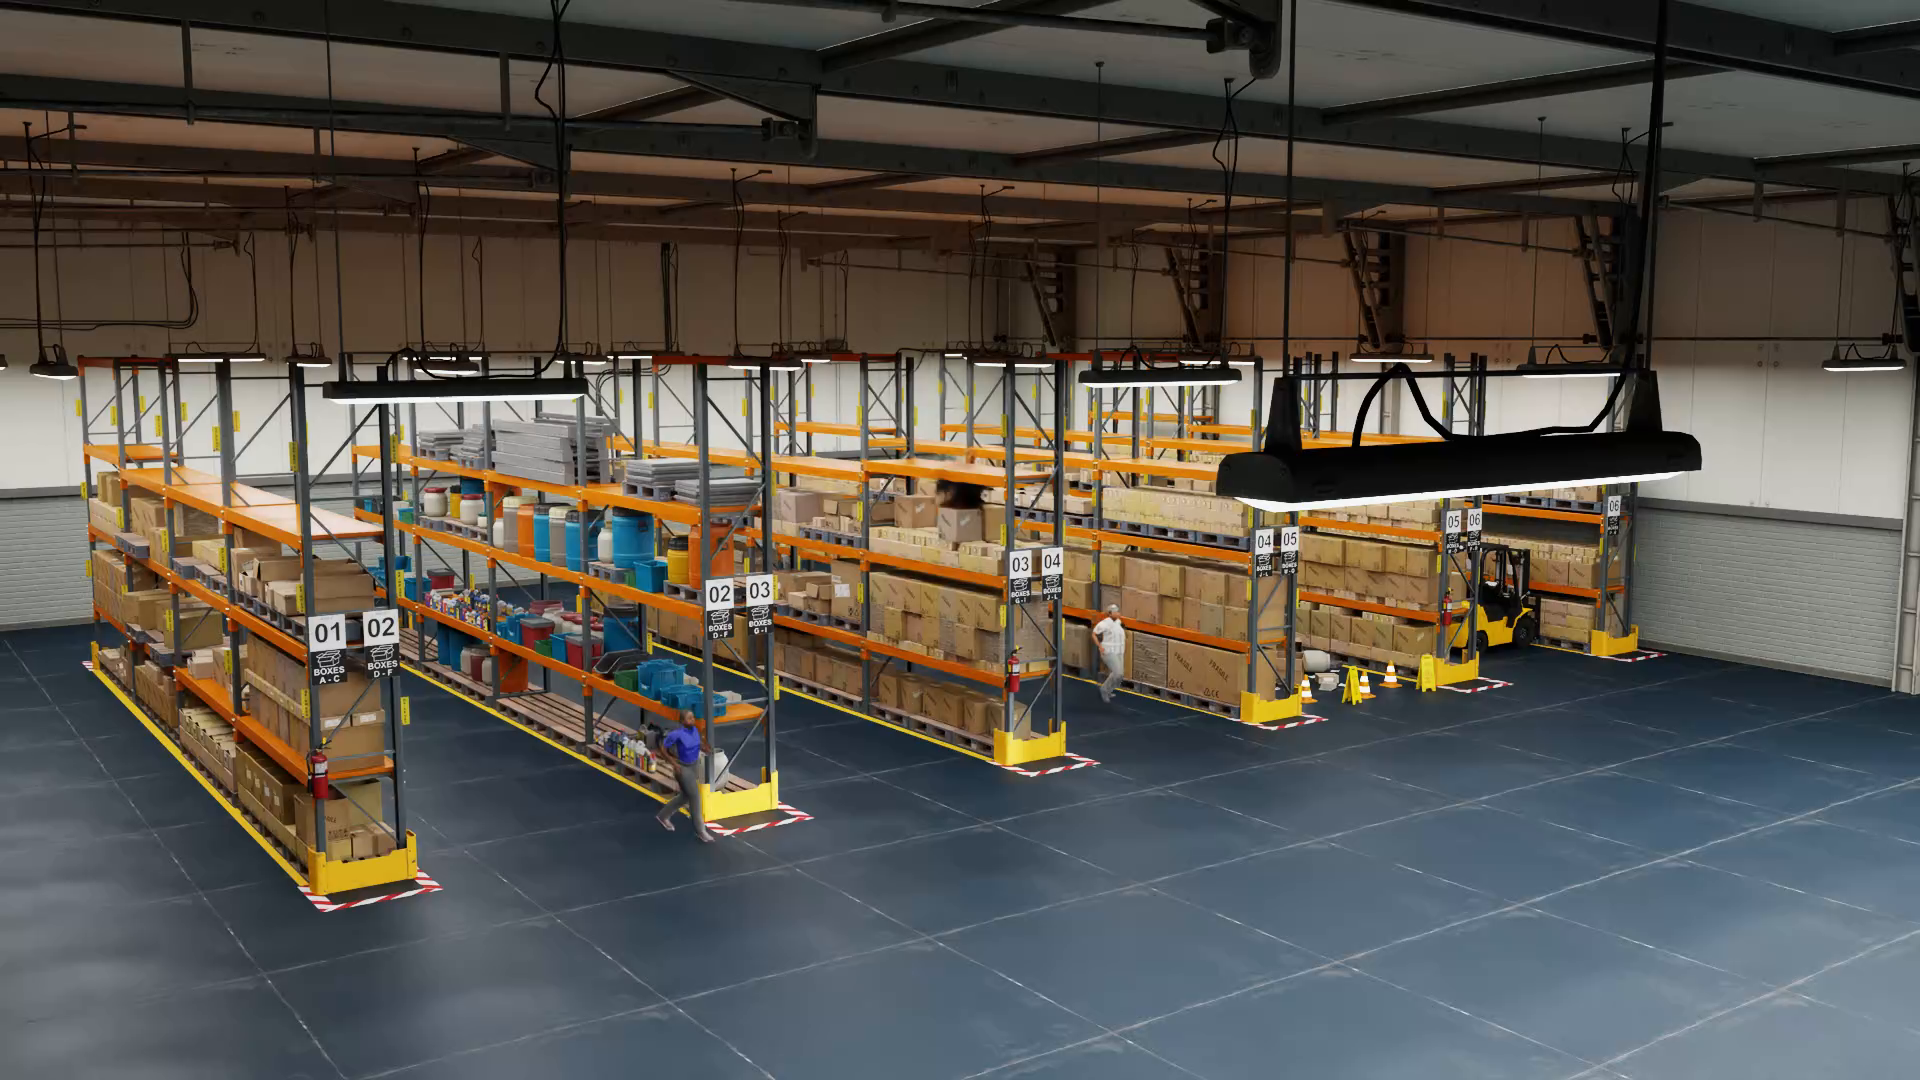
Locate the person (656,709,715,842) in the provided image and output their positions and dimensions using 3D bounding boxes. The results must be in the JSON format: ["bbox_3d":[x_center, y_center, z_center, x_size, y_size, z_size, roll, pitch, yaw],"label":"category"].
[{"bbox_3d":[-3.479,2.945,21.118,0.849,1.659,0.562,3,7,22],"label":"person"}]

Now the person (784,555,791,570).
[{"bbox_3d":[-4.205,0.480,42.001,0.704,1.533,0.595,-1,7,-4],"label":"person"}]

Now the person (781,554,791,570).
[{"bbox_3d":[-4.266,0.405,42.201,0.617,1.659,0.586,5,9,37],"label":"person"}]

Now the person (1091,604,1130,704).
[{"bbox_3d":[2.596,1.918,27.924,0.583,1.674,0.593,7,10,44],"label":"person"}]
